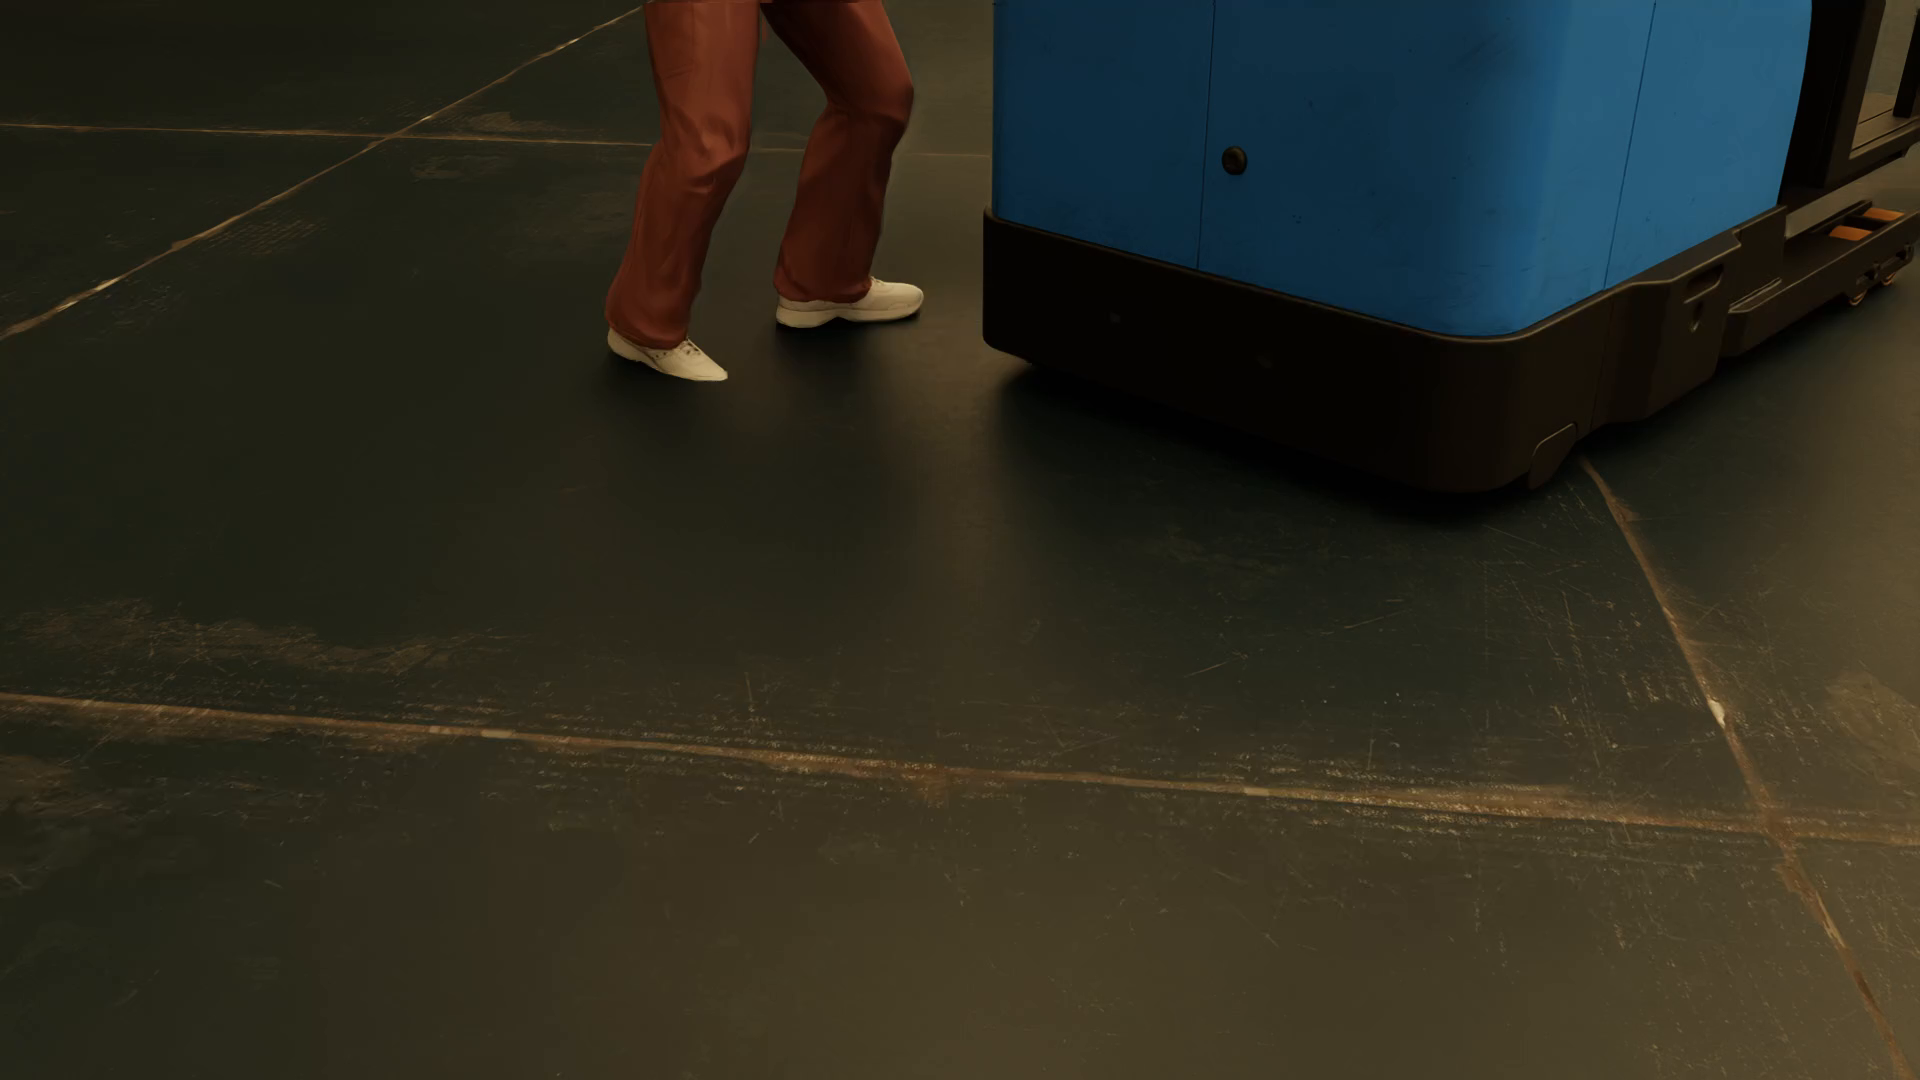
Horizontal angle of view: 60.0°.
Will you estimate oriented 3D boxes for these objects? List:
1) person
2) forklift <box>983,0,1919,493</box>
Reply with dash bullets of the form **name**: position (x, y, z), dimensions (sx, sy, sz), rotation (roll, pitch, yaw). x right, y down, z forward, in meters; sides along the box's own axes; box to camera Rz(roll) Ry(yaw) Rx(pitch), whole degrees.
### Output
- **person**: position (-0.417, -1.071, 2.881), dimensions (0.443, 1.648, 0.814), rotation (20, 33, 35)
- **forklift**: position (1.432, -1.943, 3.111), dimensions (1.130, 2.935, 3.031), rotation (24, 35, 39)
